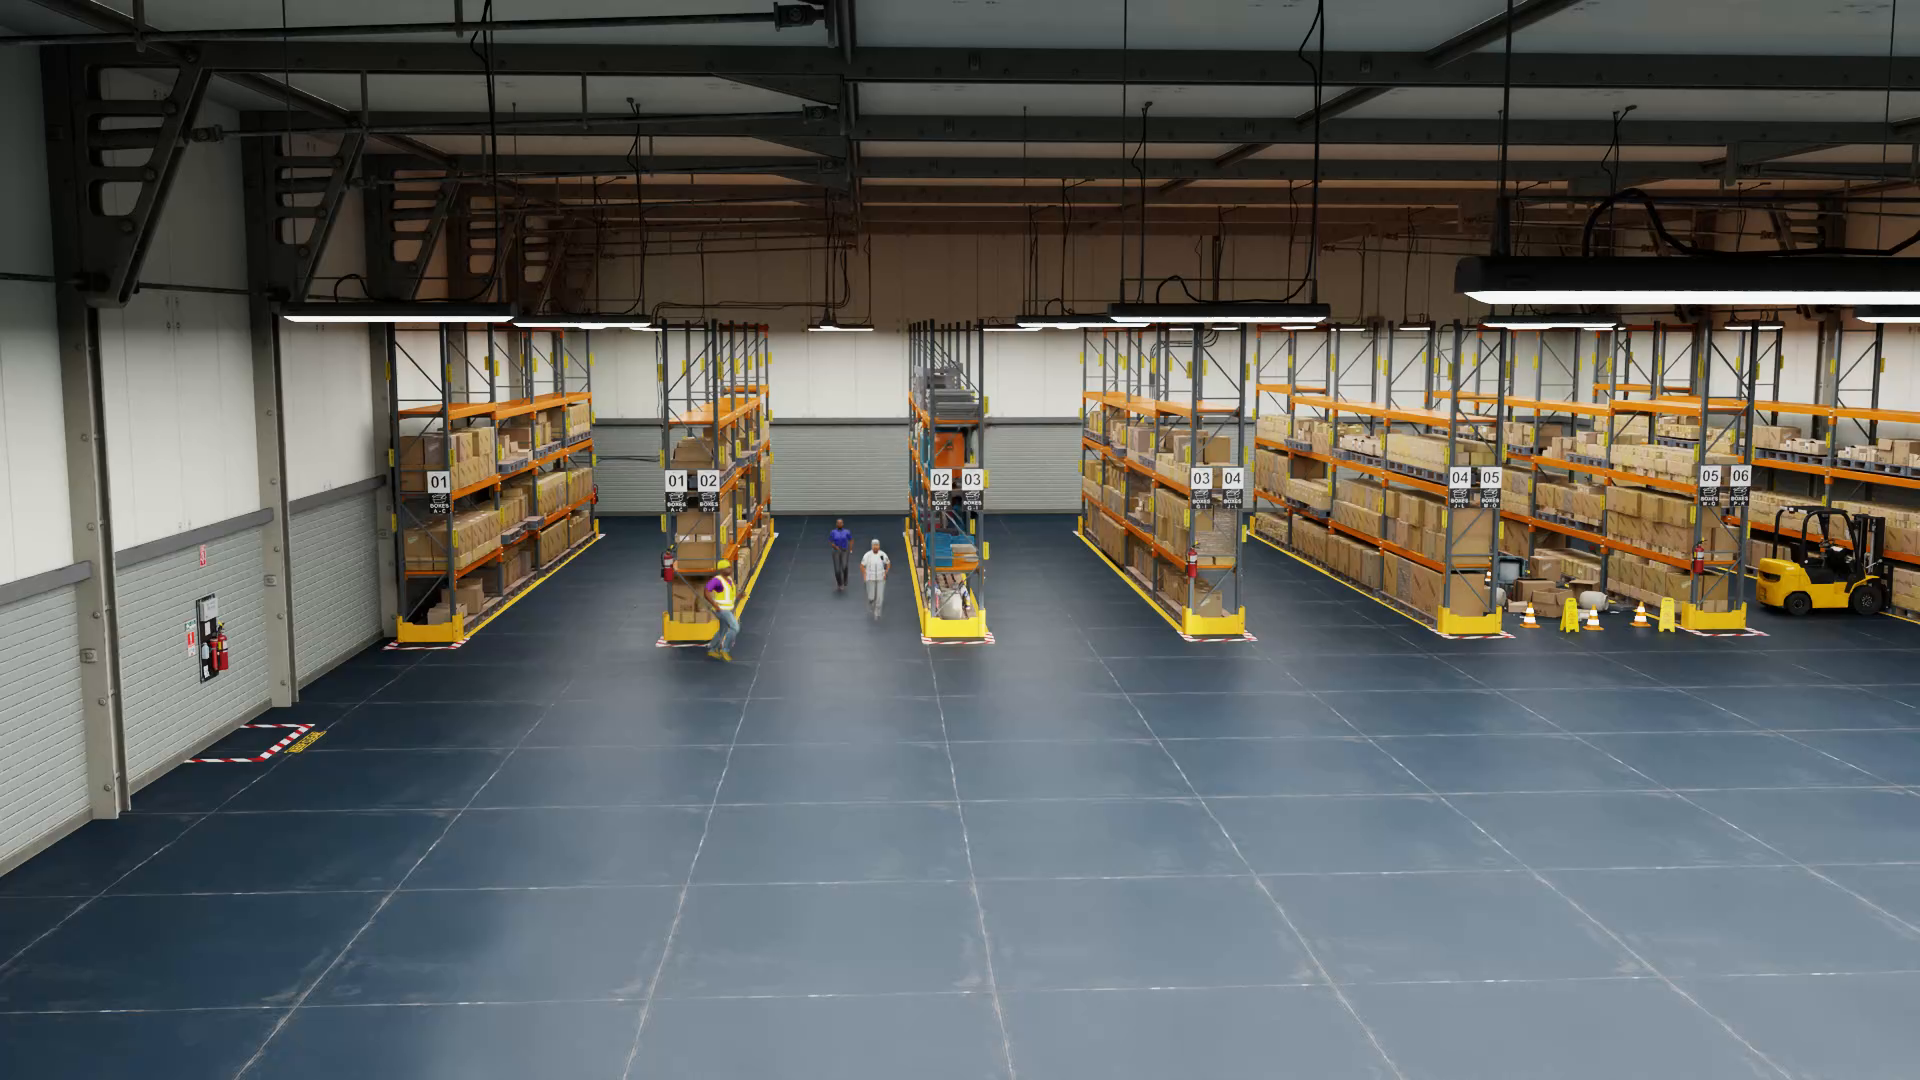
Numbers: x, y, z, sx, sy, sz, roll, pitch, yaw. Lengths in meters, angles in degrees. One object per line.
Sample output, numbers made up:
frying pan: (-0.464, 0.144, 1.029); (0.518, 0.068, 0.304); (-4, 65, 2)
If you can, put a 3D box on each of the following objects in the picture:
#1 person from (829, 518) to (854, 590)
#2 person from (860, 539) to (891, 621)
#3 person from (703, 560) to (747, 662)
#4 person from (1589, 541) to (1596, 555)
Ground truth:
person: (-2.665, 0.330, 37.263); (0.561, 1.604, 0.562); (0, 7, -3)
person: (-1.698, 0.793, 33.539); (0.616, 1.633, 0.599); (-1, 7, -6)
person: (-4.126, 1.255, 29.245); (0.736, 1.799, 0.673); (2, 7, 12)
person: (16.089, -0.309, 41.763); (0.616, 1.851, 0.792); (-1, 7, -11)
